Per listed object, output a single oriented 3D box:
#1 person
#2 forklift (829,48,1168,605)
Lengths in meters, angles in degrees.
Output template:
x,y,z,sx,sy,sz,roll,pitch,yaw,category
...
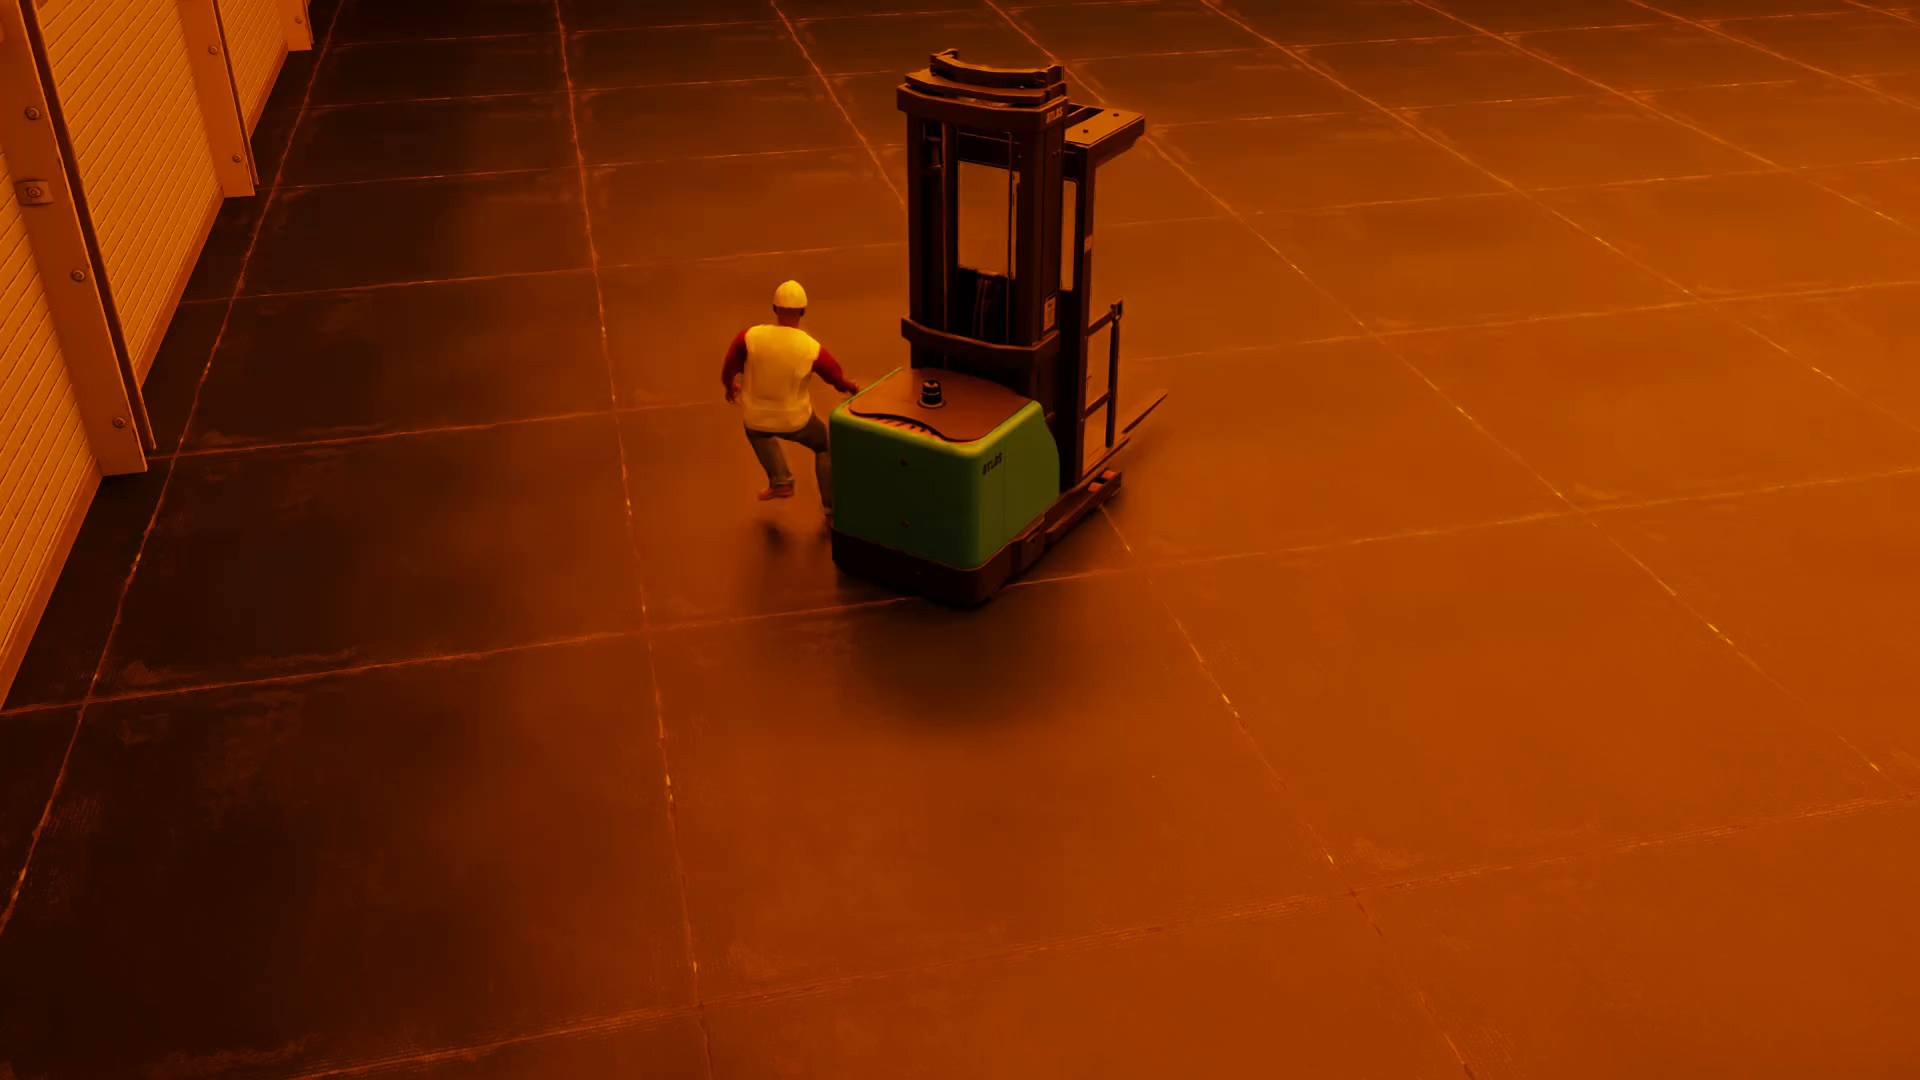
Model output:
x,y,z,sx,sy,sz,roll,pitch,yaw,category
-1.069,-0.881,10.400,0.822,1.630,0.648,3,30,5,person
0.416,-1.588,10.317,1.130,2.935,3.031,17,34,27,forklift
